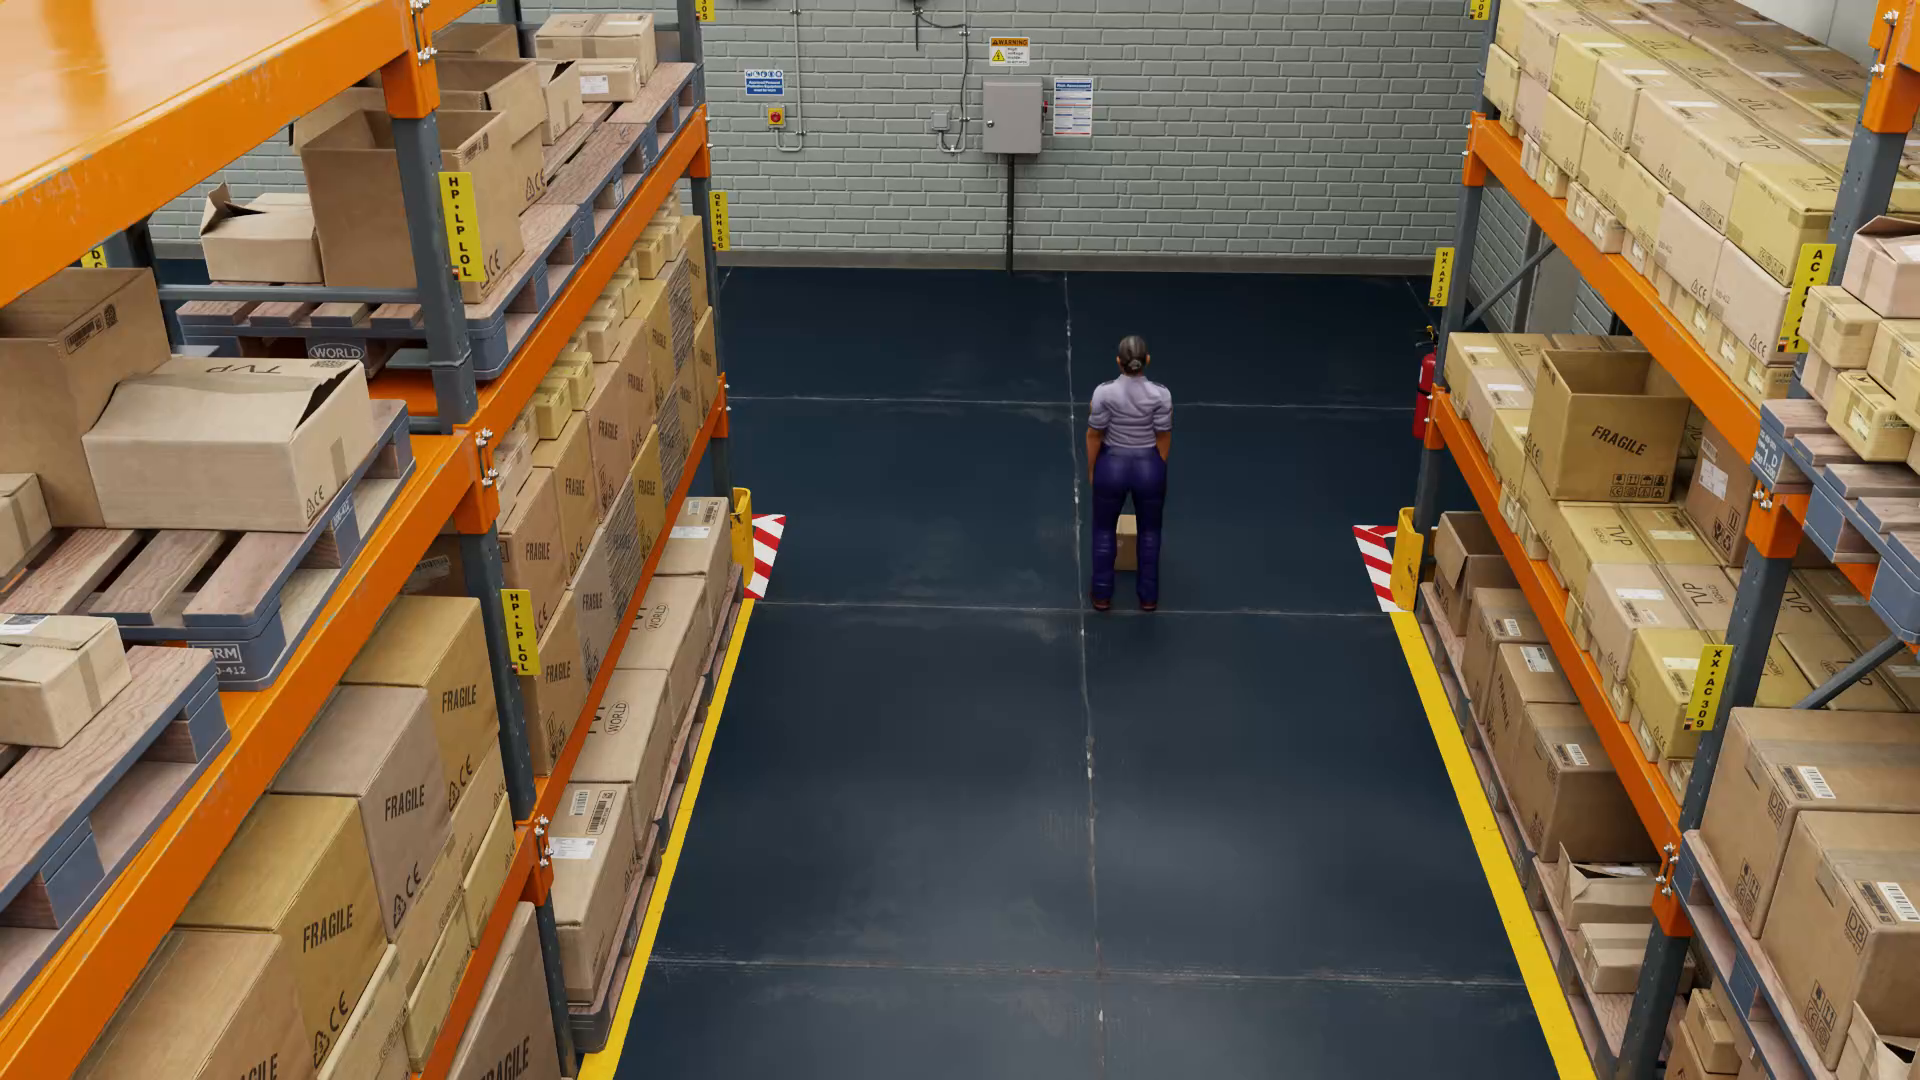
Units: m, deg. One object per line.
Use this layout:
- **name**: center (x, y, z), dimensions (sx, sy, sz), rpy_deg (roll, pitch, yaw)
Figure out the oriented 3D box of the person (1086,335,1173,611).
- **person**: center (0.935, -0.373, 9.344), dimensions (0.470, 1.644, 0.342), rpy_deg (2, 28, 3)
